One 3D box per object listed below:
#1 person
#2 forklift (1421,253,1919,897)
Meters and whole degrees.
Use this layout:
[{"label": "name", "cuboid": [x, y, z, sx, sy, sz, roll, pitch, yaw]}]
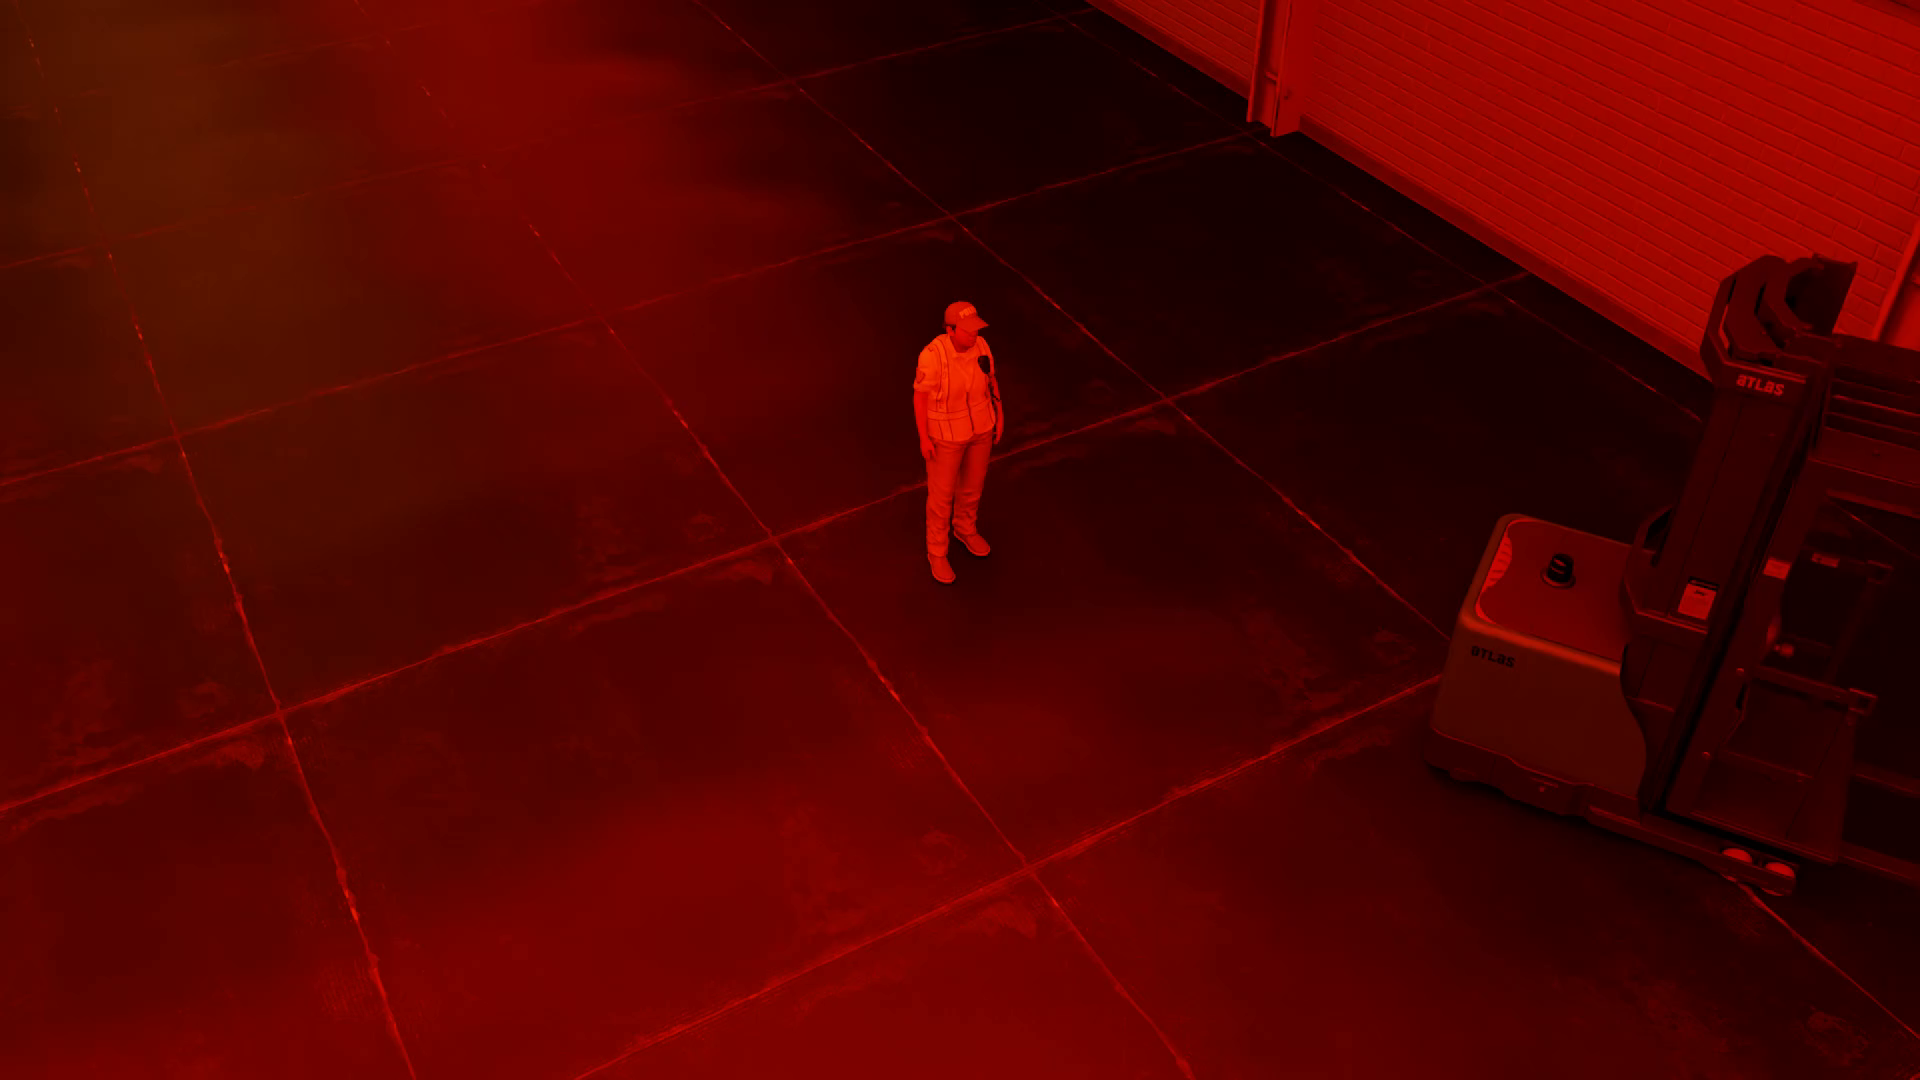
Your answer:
[{"label": "person", "cuboid": [0.019, -0.598, 9.734, 0.598, 1.670, 0.527, -20, 44, -23]}, {"label": "forklift", "cuboid": [4.004, 0.237, 7.751, 3.031, 2.935, 1.130, 18, 43, 21]}]
